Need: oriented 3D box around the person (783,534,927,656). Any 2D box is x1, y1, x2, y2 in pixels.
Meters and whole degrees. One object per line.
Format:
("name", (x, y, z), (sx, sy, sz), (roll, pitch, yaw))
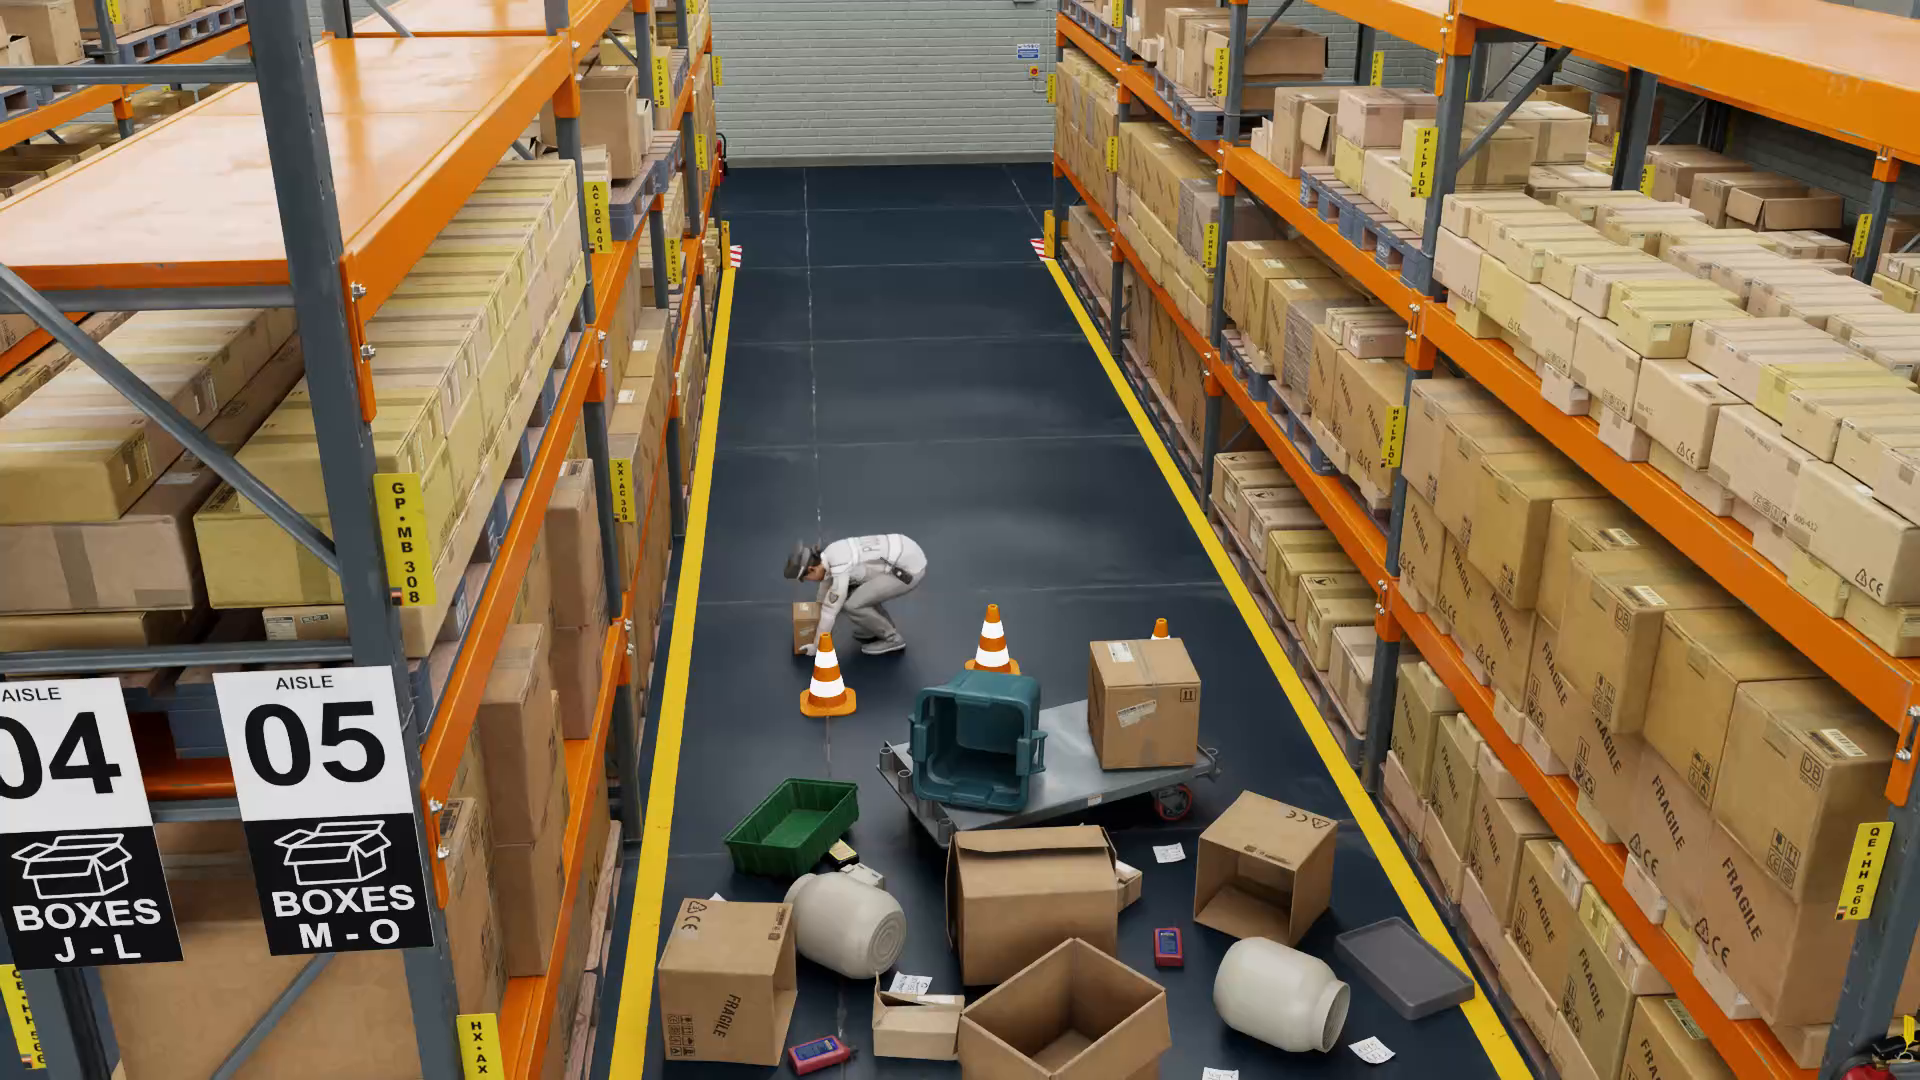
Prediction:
("person", (-0.669, 0.343, 10.683), (0.915, 0.763, 0.450), (-3, 24, -7))
